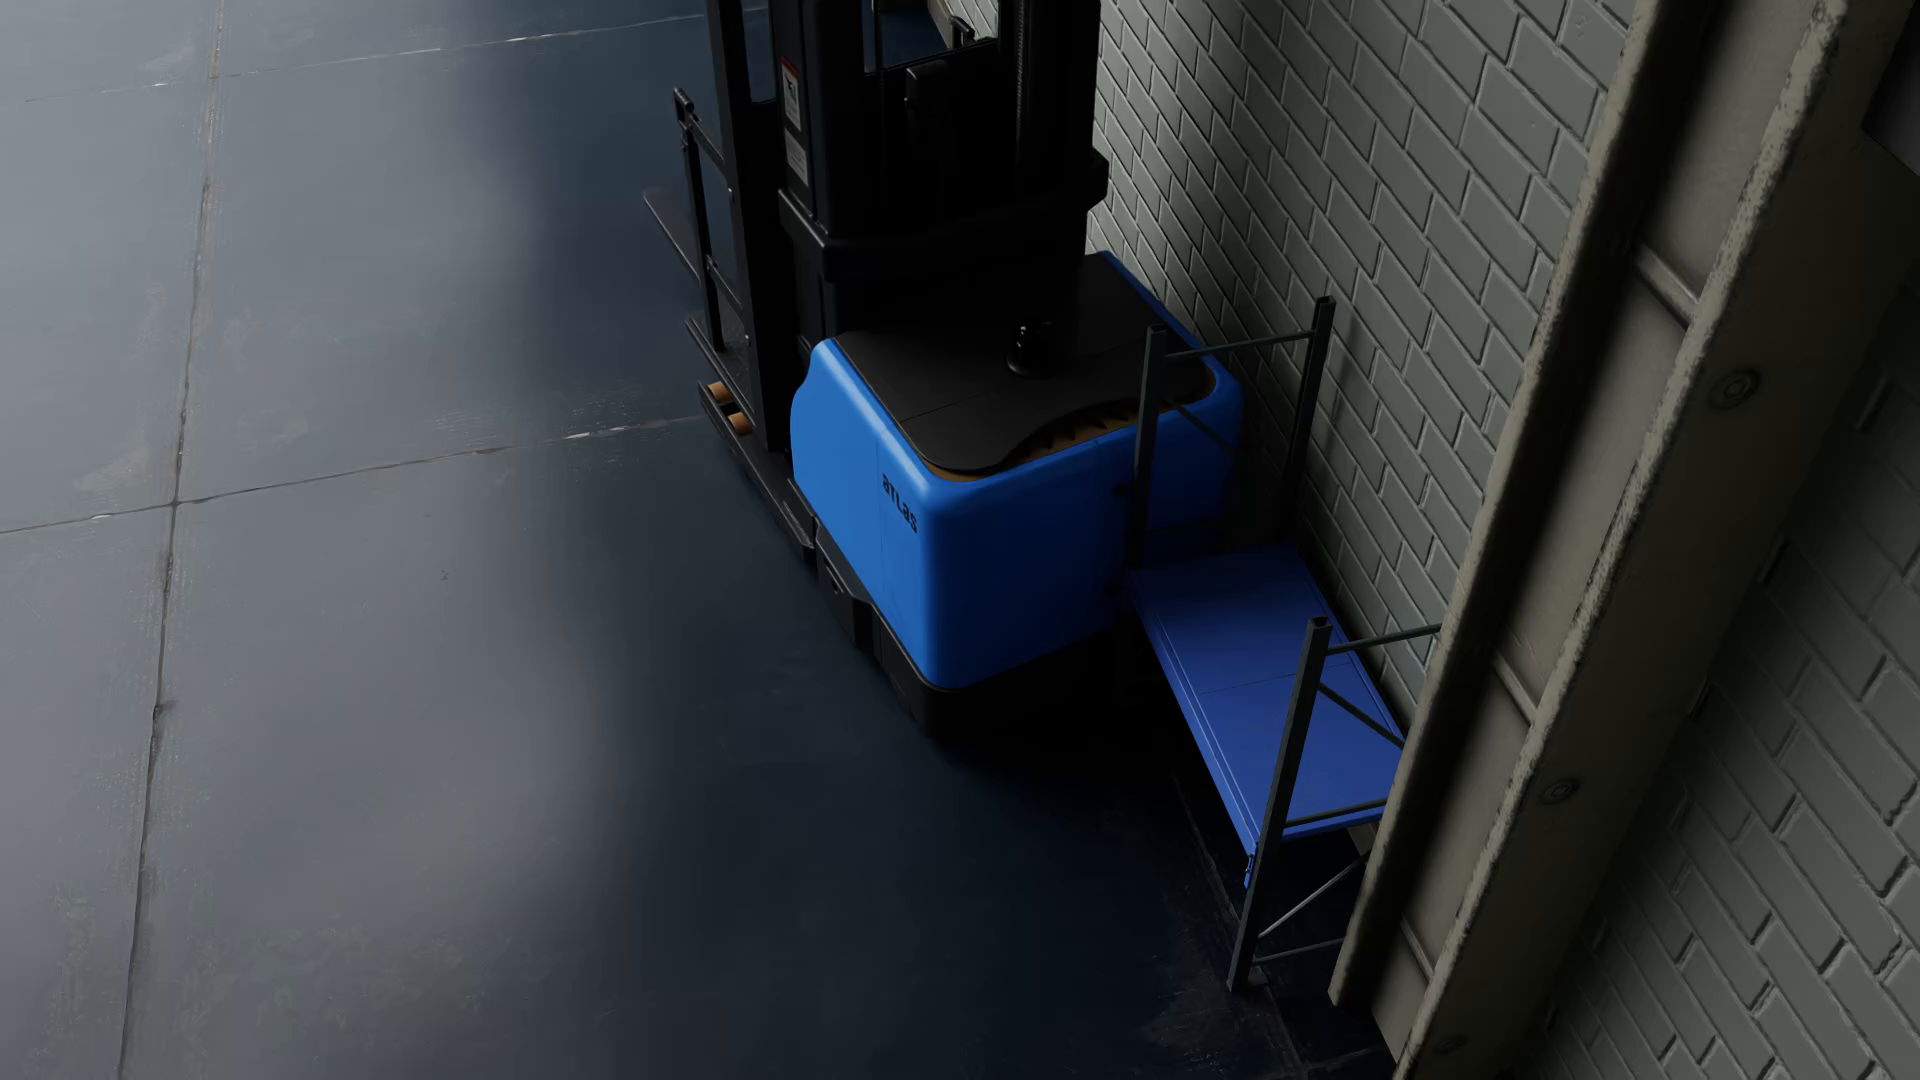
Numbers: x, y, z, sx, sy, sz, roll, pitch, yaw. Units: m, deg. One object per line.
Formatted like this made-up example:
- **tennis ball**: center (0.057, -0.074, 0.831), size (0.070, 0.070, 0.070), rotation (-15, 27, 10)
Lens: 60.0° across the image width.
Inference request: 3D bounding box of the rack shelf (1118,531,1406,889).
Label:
- **rack shelf**: center (0.846, 0.429, 4.531), size (0.538, 0.185, 1.000), rotation (-11, 47, -10)

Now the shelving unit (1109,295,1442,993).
- **shelving unit**: center (0.846, 0.304, 4.402), size (0.538, 1.500, 1.048), rotation (-11, 47, -10)

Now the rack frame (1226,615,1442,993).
- **rack frame**: center (0.976, 0.655, 4.058), size (0.500, 1.500, 0.032), rotation (-11, 47, -10)

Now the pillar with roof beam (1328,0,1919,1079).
- **pillar with roof beam**: center (-2.959, -1.026, 0.455), size (9.100, 9.000, 0.400), rotation (-11, 47, -10)

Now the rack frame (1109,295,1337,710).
- **rack frame**: center (0.717, -0.047, 4.746), size (0.500, 1.500, 0.032), rotation (-11, 47, -10)

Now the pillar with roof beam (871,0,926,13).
- **pillar with roof beam**: center (-4.495, -5.169, 4.515), size (9.100, 9.000, 0.400), rotation (-11, 47, -10)

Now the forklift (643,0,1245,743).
- **forklift**: center (-0.306, -1.465, 5.133), size (1.130, 2.935, 3.031), rotation (-21, 49, -19)
